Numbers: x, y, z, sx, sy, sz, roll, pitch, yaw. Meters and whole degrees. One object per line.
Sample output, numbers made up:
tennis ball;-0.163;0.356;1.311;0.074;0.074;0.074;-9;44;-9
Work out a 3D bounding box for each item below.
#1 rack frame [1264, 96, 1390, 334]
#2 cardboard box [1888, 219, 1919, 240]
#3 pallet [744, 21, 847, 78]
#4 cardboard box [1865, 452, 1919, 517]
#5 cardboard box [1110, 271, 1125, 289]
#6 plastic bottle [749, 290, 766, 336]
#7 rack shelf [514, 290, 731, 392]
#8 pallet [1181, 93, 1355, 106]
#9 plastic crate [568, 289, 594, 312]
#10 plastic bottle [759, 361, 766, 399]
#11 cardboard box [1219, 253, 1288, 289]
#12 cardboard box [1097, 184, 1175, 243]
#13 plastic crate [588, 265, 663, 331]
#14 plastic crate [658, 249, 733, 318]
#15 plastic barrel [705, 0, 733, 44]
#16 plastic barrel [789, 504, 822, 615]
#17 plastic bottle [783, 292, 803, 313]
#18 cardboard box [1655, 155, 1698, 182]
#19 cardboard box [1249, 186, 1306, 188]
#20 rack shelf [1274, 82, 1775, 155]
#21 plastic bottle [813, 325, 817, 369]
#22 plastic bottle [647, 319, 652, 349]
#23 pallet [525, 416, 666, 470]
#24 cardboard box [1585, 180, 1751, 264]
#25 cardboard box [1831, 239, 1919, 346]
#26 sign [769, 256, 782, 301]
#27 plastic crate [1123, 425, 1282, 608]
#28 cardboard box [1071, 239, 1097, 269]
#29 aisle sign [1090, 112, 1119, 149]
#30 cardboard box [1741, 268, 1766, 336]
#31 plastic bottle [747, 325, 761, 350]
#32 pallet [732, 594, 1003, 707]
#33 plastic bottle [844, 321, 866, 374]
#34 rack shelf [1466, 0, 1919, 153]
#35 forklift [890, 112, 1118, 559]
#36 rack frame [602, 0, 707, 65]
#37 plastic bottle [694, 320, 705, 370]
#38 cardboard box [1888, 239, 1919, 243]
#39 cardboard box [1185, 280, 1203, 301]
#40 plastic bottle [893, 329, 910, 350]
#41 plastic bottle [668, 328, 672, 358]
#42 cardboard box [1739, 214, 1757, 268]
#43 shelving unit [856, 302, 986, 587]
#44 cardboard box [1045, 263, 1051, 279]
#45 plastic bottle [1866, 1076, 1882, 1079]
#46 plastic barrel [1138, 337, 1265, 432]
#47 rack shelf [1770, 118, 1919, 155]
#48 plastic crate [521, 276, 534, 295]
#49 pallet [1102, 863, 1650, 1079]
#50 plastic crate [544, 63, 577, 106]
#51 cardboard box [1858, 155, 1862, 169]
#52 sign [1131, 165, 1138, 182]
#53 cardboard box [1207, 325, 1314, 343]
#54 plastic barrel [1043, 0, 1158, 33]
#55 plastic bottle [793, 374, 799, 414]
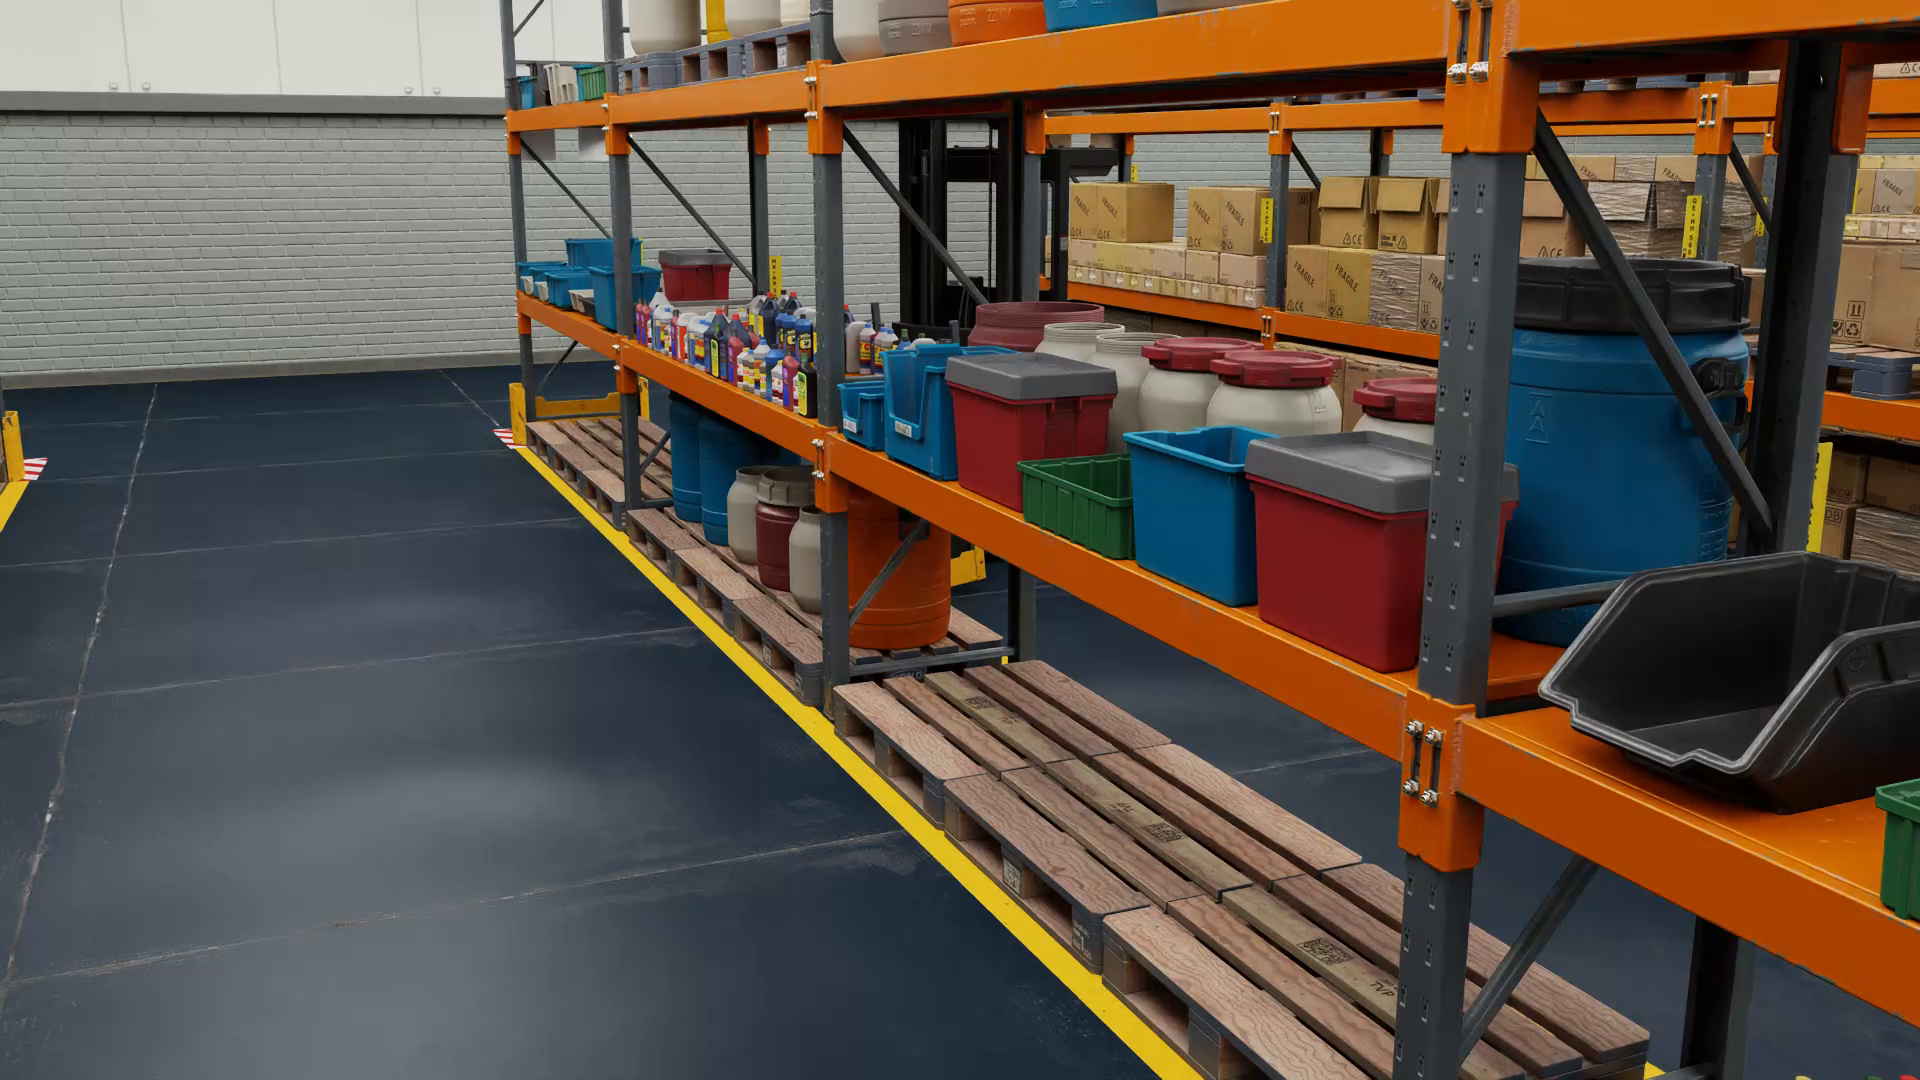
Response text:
rack frame;2.804;-1.981;12.779;1.000;3.000;0.127;-6;14;-23
cardboard box;7.544;-2.443;13.079;0.380;0.149;0.250;-6;14;-23
pallet;-0.349;-2.244;7.679;1.003;0.211;1.213;-6;14;-23
cardboard box;4.924;-0.273;8.300;0.500;0.250;0.500;-4;14;-17
cardboard box;1.559;-2.317;14.785;0.380;0.149;0.250;-6;14;-24
plastic bottle;-1.198;-1.337;10.102;0.144;0.351;0.185;-6;14;-23
rack shelf;-2.535;-1.597;12.712;1.077;0.370;4.000;-6;14;-23
pallet;2.486;-3.570;13.185;1.003;0.211;1.213;-6;14;-23
plastic crate;-2.707;-1.767;12.306;0.293;0.136;0.466;-6;14;-23
plastic bottle;-0.924;-0.789;8.069;0.097;0.201;0.097;0;13;0
cardboard box;2.387;-2.121;13.054;0.500;0.250;0.500;-6;14;-24
cardboard box;1.560;-2.912;14.808;0.500;0.500;0.500;-6;14;-24
plastic crate;-2.234;-1.621;11.125;0.392;0.384;0.575;-6;14;-23
plastic crate;-1.862;-1.802;11.727;0.402;0.464;0.583;-6;14;-23
plastic barrel;-1.183;-3.122;9.704;0.600;0.588;0.600;0;13;0
plastic barrel;-0.652;0.092;8.408;0.421;0.512;0.421;0;13;0
plastic bottle;-0.992;-1.312;9.994;0.144;0.351;0.185;-6;14;-23
cardboard box;6.741;-3.268;15.240;0.500;0.500;0.500;-6;14;-25
cardboard box;2.656;-2.643;13.648;0.500;0.500;0.500;-6;14;-23
rack shelf;3.605;-2.679;10.736;1.077;0.370;4.000;-6;14;-23
plastic bottle;-0.710;-1.081;8.996;0.144;0.351;0.185;-6;14;-23
plastic bottle;-1.862;-1.273;10.159;0.097;0.201;0.097;0;13;0
pallet;-3.042;-0.828;13.980;1.003;0.211;1.213;-6;14;-23
cardboard box;4.128;-1.845;9.743;0.797;0.503;0.637;-5;14;-21
cardboard box;4.659;-1.300;8.683;0.500;0.500;0.500;-8;15;-30
sign;-1.229;-1.718;11.028;0.100;0.325;0.005;-6;14;-23
plastic crate;0.744;-0.073;4.570;0.392;0.384;0.575;-6;14;-23
cardboard box;1.361;-2.649;15.338;0.500;0.250;0.500;-6;14;-24
aisle sign;1.448;-4.116;16.238;0.394;0.787;0.004;-6;14;-23
cardboard box;4.461;-1.329;9.737;0.500;0.500;0.500;-5;14;-21
plastic bottle;-1.085;-0.983;8.724;0.061;0.283;0.133;-6;14;-23
pallet;-0.486;0.492;8.277;1.003;0.211;1.213;-6;14;-23
plastic bottle;-0.565;-1.052;9.040;0.152;0.276;0.135;-6;14;-23
rack shelf;2.272;-0.579;1.662;1.077;0.370;4.000;-6;14;-23
forklift;0.347;-1.545;11.044;1.130;2.935;3.031;9;16;33
rack frame;-1.734;-4.457;10.169;1.000;3.000;0.127;-6;14;-23
plastic bottle;-1.413;-1.076;9.151;0.097;0.271;0.097;0;13;0
cardboard box;7.550;-2.297;13.108;0.380;0.149;0.250;-5;14;-21
cardboard box;2.073;-2.052;13.640;0.380;0.149;0.250;-5;14;-22
plastic bottle;-0.299;-0.945;8.557;0.061;0.283;0.133;-6;14;-23
plastic bottle;-1.652;-1.165;9.692;0.097;0.201;0.097;0;13;0
cardboard box;6.937;-2.677;14.901;0.500;0.500;0.500;-6;14;-23
shelving unit;-0.418;-0.555;9.692;0.587;1.500;1.083;-13;19;-25
cardboard box;1.042;-2.582;15.932;0.380;0.149;0.250;-5;14;-22
plastic bottle;1.965;1.297;3.660;0.061;0.283;0.133;-5;14;-20
plastic barrel;0.821;-0.406;5.670;0.433;0.535;0.433;0;13;0
rack shelf;8.190;-3.106;12.582;1.077;0.370;4.000;-6;14;-23
plastic crate;-3.487;-2.107;13.772;0.250;0.136;0.298;-6;14;-23
pallet;1.120;1.319;4.705;1.003;0.211;1.213;-6;14;-23
plastic crate;-2.731;-3.278;11.993;0.437;0.282;0.530;-6;14;-23
cardboard box;10.340;-4.345;19.112;0.380;0.149;0.250;-5;14;-21
sign;1.705;-3.534;16.392;0.100;0.325;0.005;-6;14;-23
cardboard box;2.613;-1.294;13.591;0.875;0.875;0.875;-6;14;-23
plastic barrel;0.544;-1.943;4.847;0.600;0.901;0.708;-6;14;-23
plastic bottle;-0.714;-0.681;7.602;0.097;0.201;0.097;0;13;0
